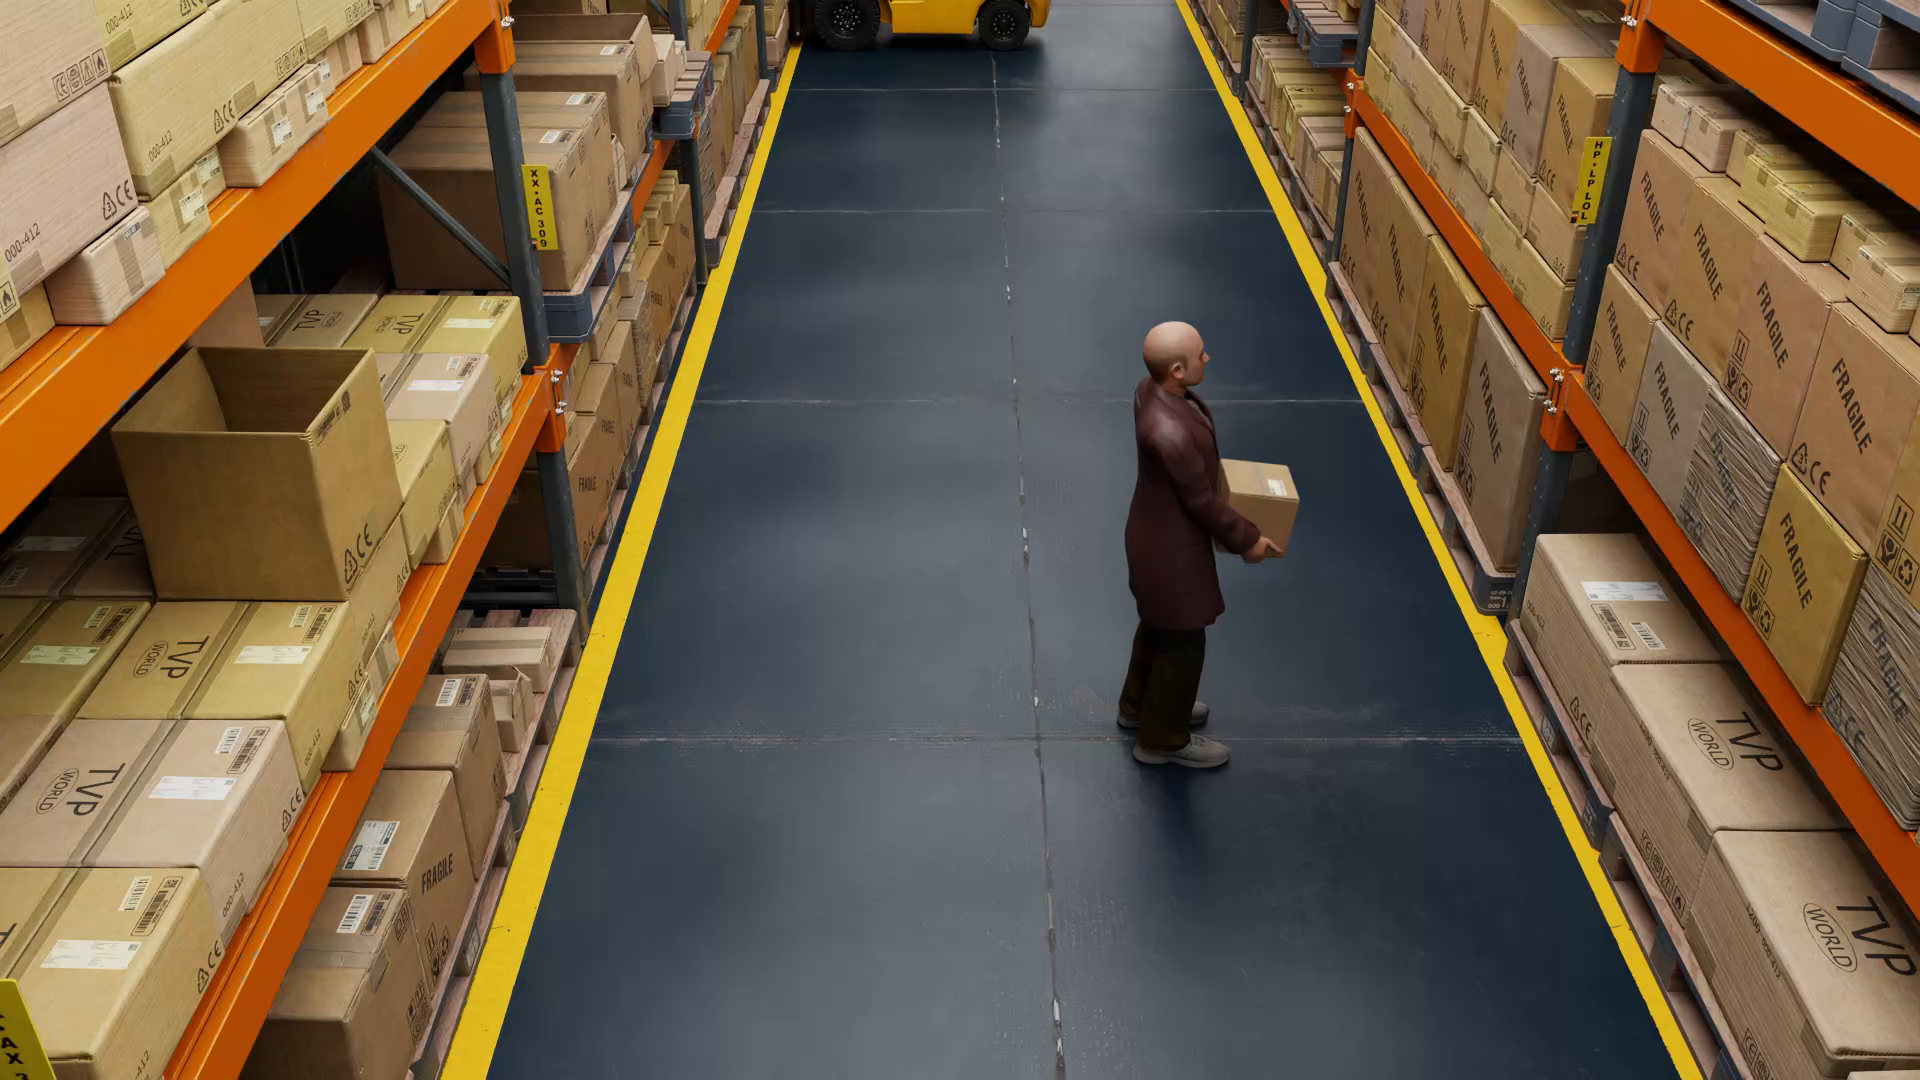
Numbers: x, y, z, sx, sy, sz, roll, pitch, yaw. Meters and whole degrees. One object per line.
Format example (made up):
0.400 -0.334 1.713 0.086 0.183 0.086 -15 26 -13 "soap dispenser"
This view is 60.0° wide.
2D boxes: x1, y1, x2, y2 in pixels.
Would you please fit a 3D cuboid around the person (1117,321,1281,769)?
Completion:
0.878 0.027 6.108 0.543 1.778 0.522 0 31 0 "person"
